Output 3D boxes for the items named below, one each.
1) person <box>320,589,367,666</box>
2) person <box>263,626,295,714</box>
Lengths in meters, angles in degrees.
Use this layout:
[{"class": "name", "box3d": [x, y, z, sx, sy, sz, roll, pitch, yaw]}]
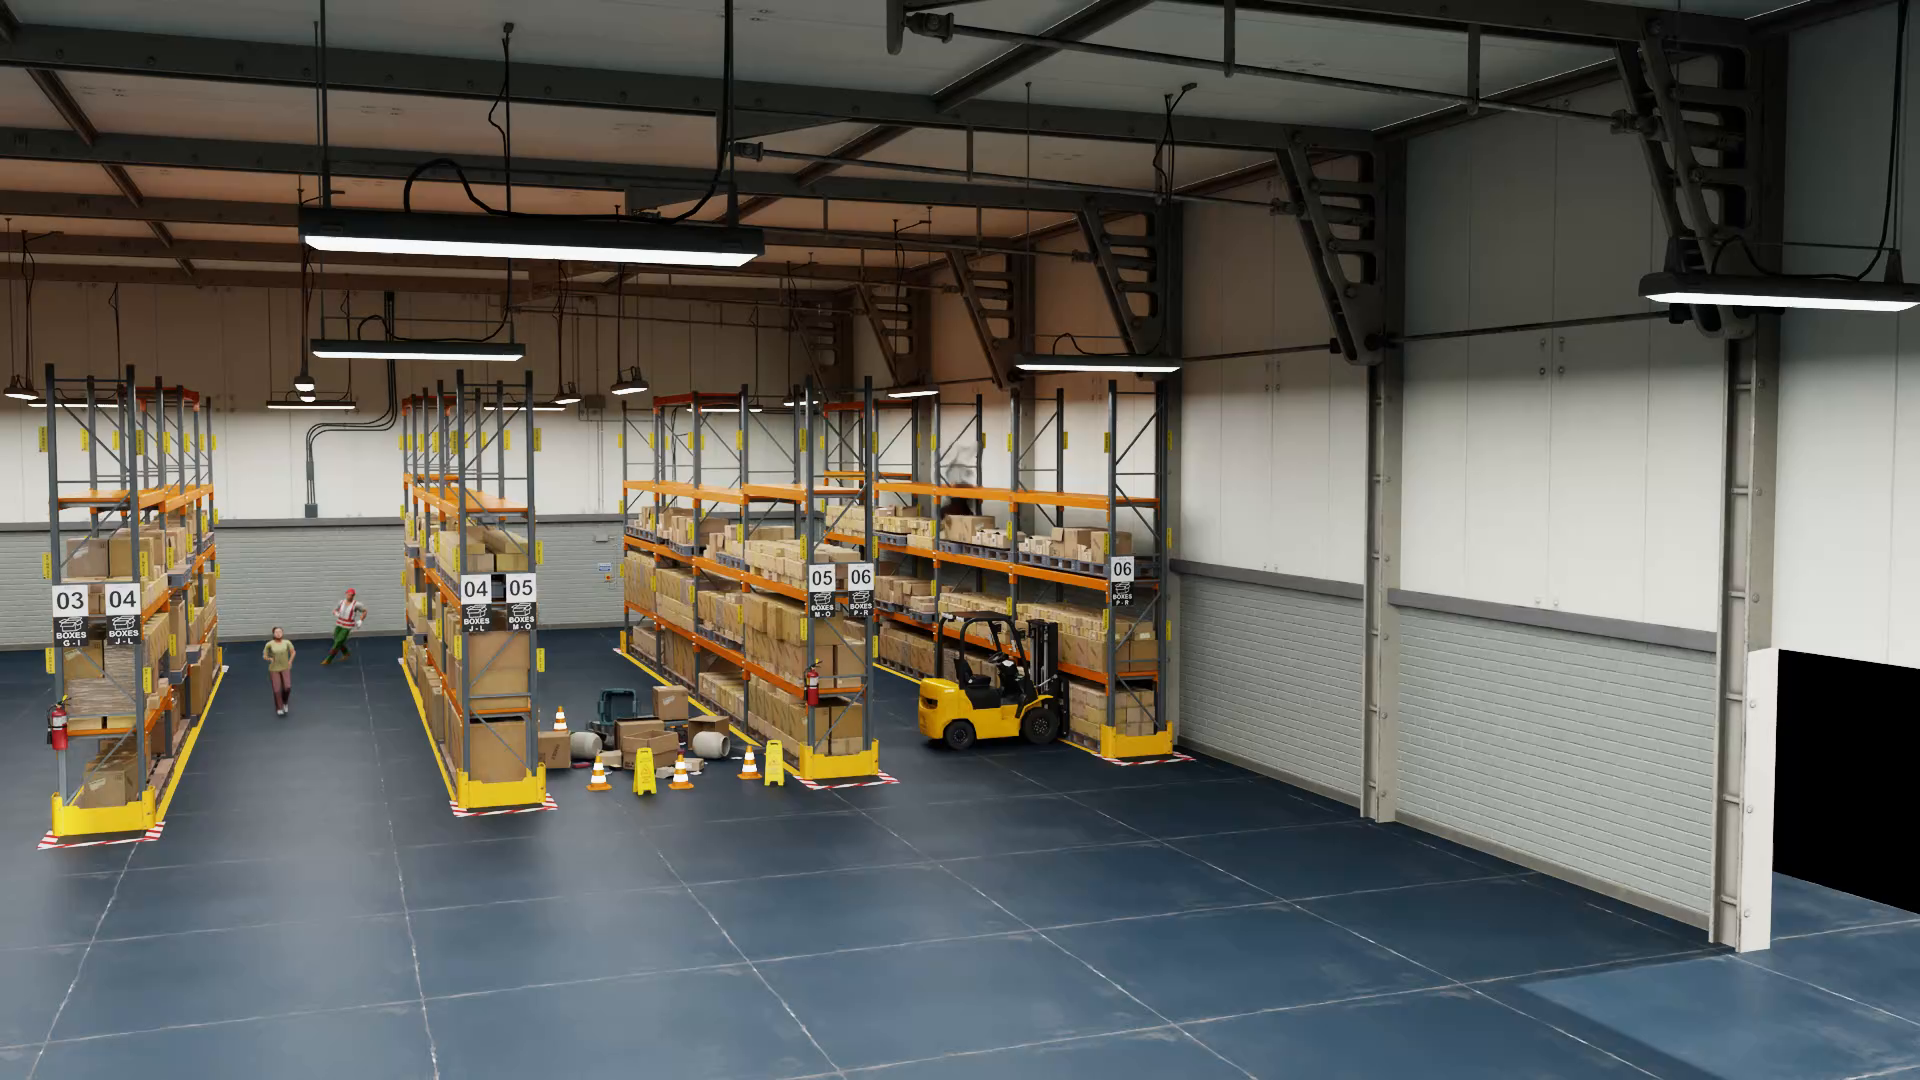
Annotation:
[{"class": "person", "box3d": [-13.895, 1.950, 37.493, 0.714, 1.719, 0.874, 1, 3, 16]}, {"class": "person", "box3d": [-12.460, 2.394, 30.469, 0.569, 1.627, 0.526, -2, 4, -26]}]
